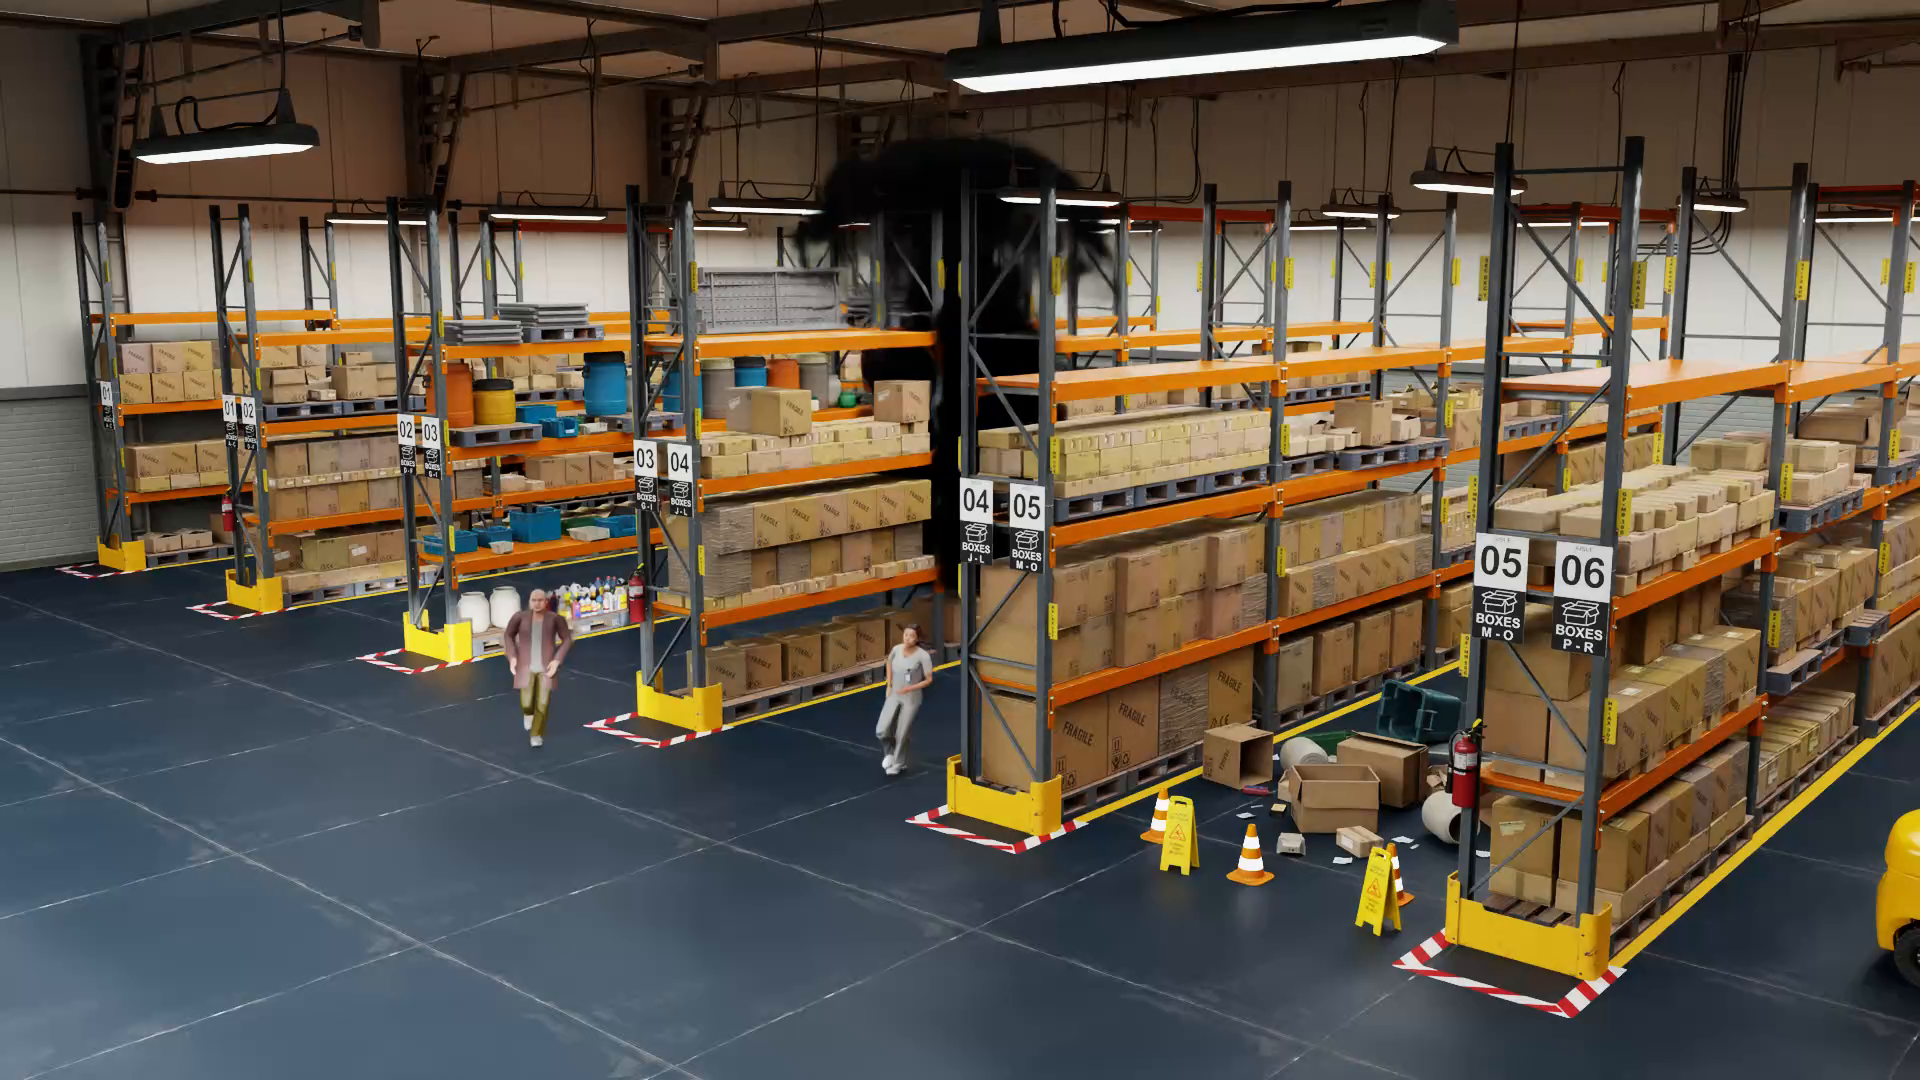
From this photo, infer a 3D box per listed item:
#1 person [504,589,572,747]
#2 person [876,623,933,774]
[{"bbox_3d":[-4.549,1.358,17.970,0.714,1.716,0.627,-2,10,-14],"label":"person"},{"bbox_3d":[-0.553,1.610,16.775,0.602,1.613,0.562,4,10,23],"label":"person"}]
